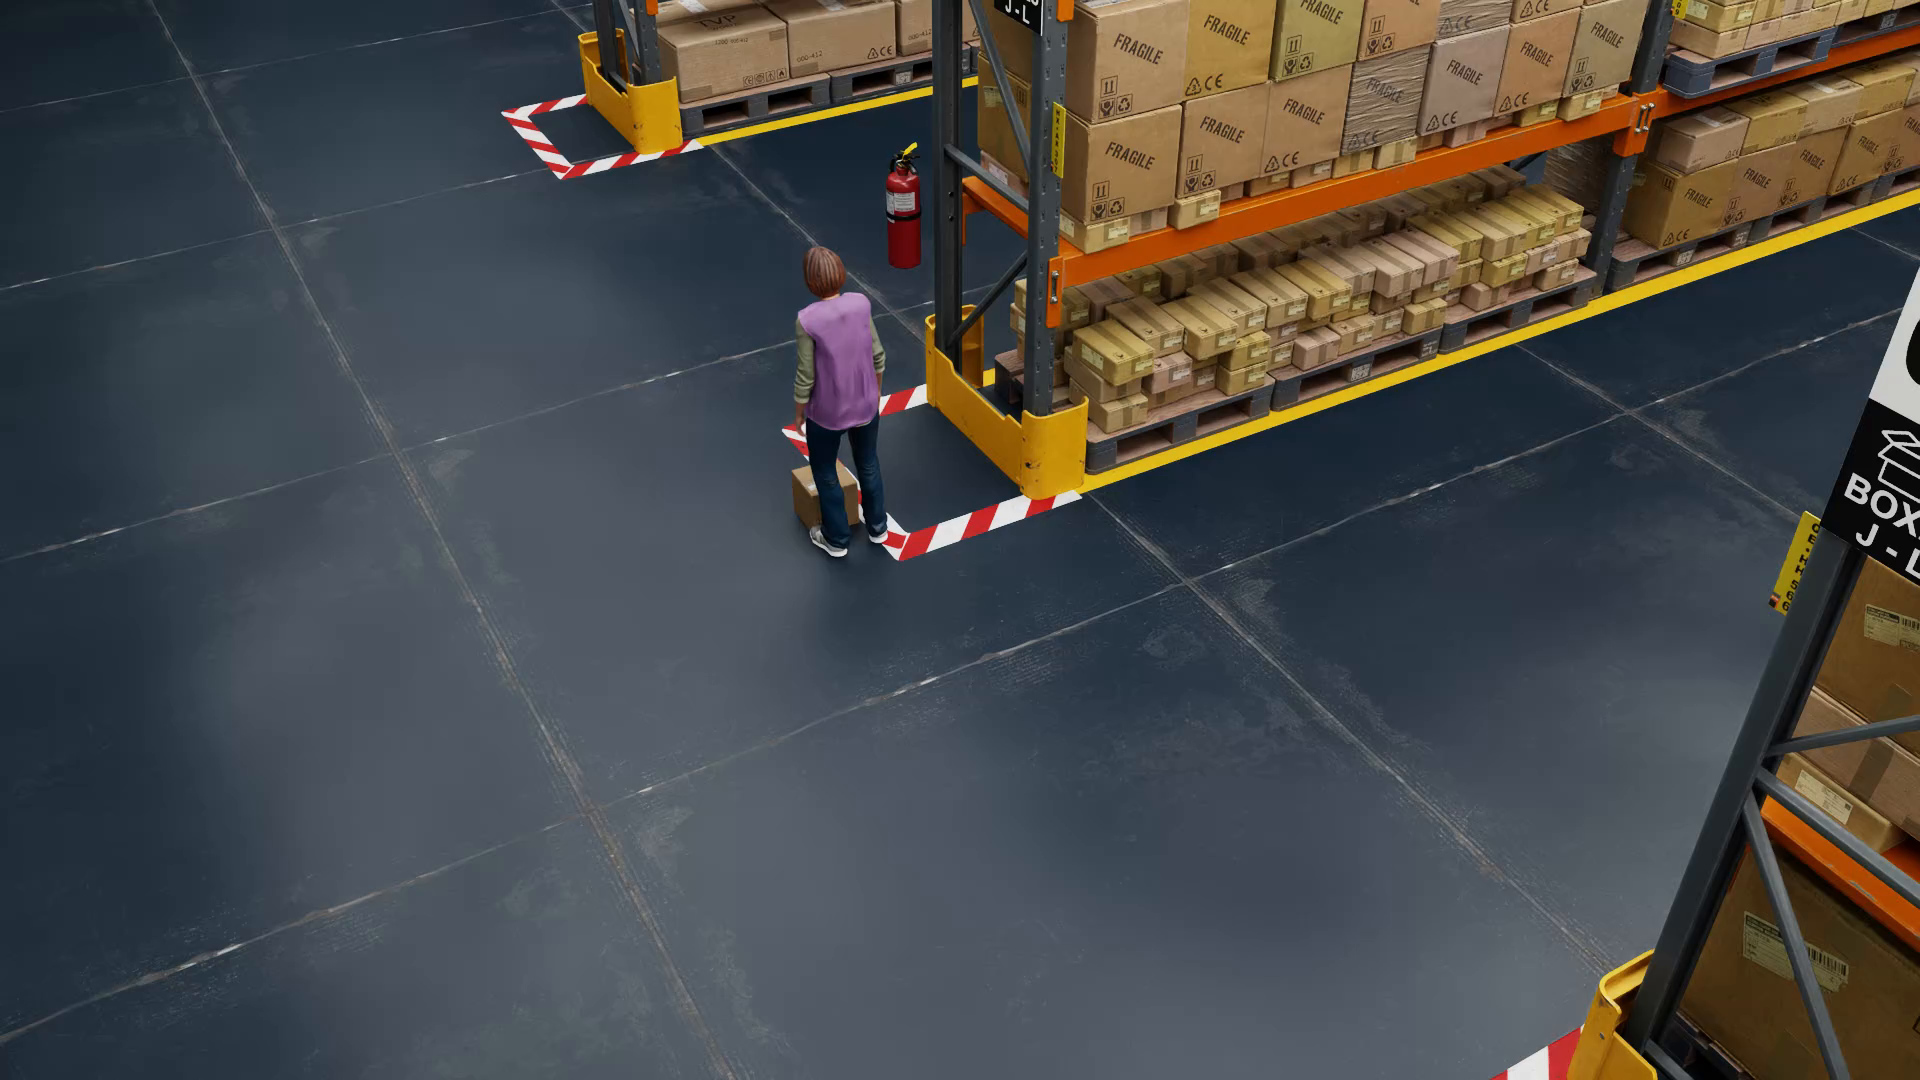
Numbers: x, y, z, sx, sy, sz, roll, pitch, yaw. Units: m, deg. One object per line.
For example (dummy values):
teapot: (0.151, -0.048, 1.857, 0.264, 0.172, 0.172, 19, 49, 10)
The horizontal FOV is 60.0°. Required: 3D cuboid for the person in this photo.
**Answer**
person: (-0.555, -0.618, 7.746, 0.478, 1.591, 0.345, -19, 41, -23)
